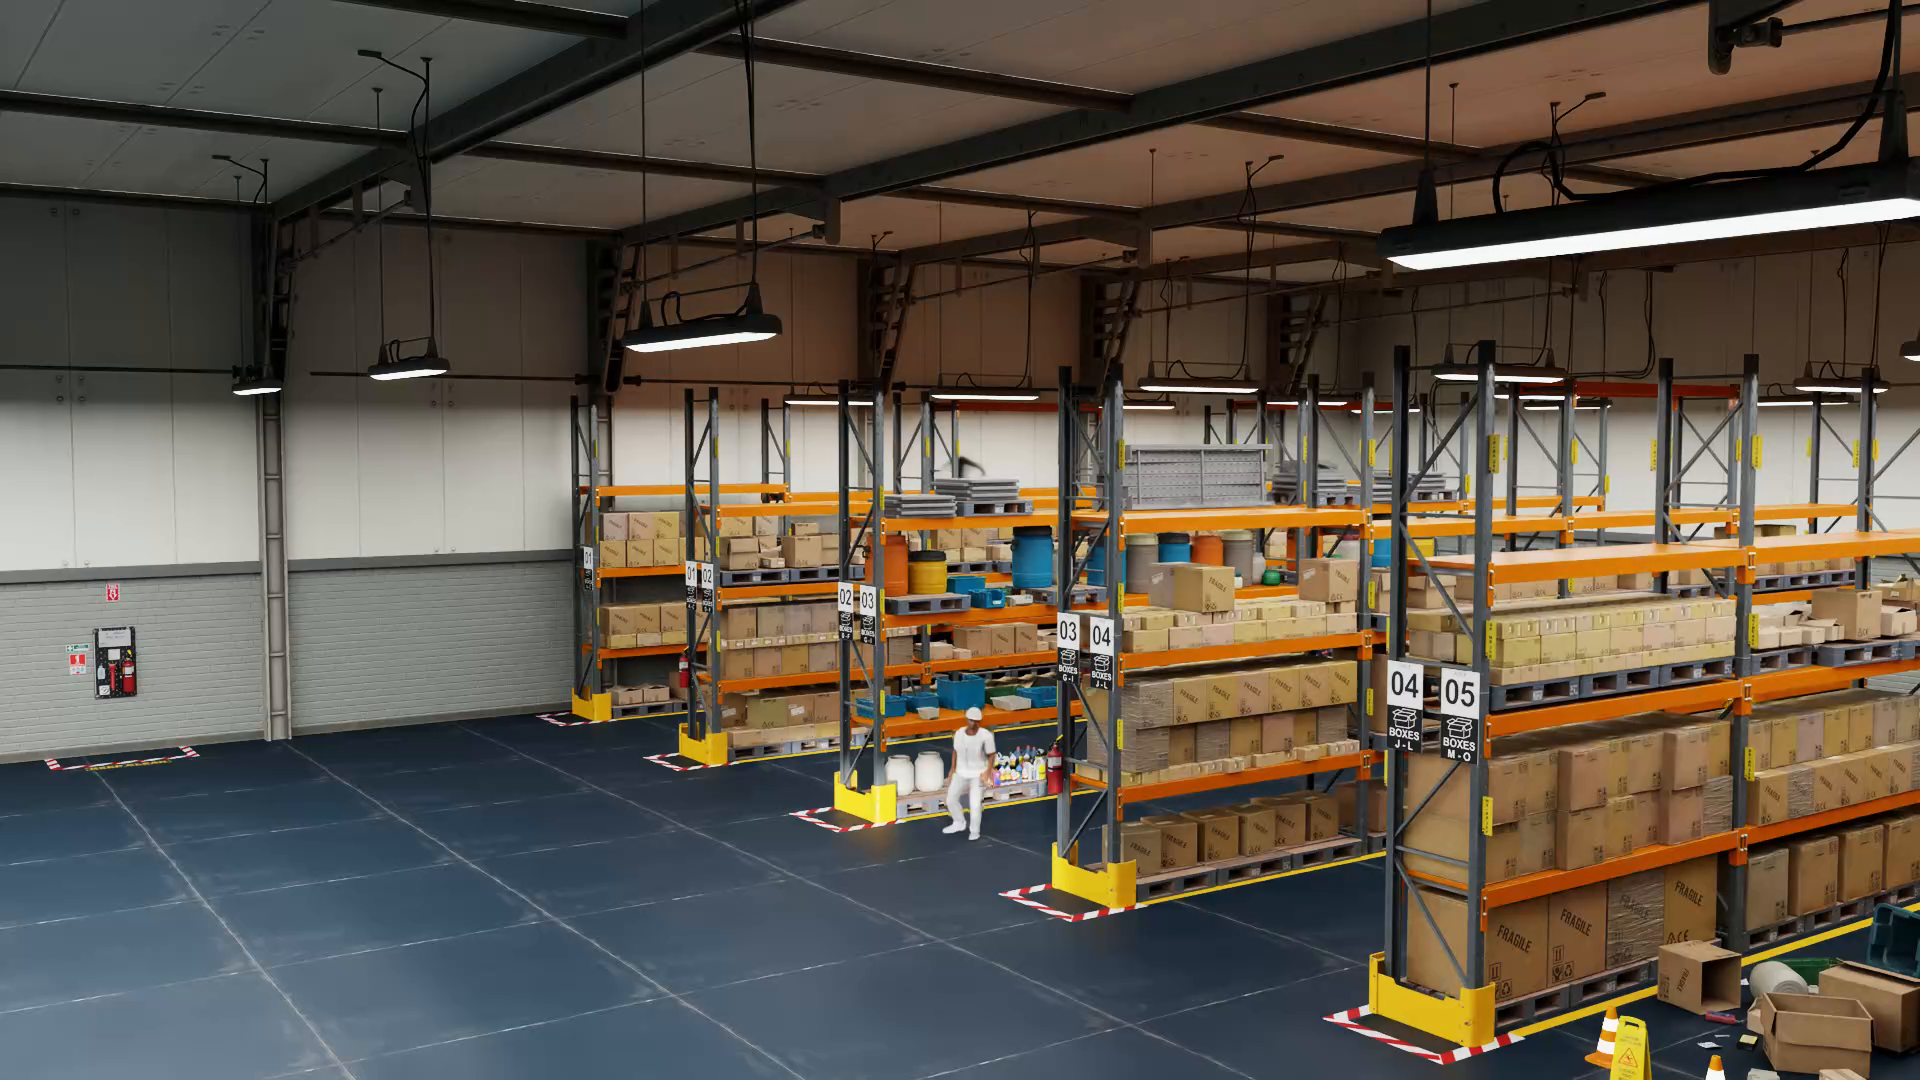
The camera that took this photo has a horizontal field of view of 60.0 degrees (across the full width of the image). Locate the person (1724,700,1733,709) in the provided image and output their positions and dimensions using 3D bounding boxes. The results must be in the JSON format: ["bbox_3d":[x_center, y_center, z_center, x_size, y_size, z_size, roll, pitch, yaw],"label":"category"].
[{"bbox_3d":[11.012,2.993,23.135,1.129,1.602,0.705,-2,4,-26],"label":"person"}]

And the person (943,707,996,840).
[{"bbox_3d":[0.080,3.009,21.391,0.784,1.734,0.584,1,4,22],"label":"person"}]
